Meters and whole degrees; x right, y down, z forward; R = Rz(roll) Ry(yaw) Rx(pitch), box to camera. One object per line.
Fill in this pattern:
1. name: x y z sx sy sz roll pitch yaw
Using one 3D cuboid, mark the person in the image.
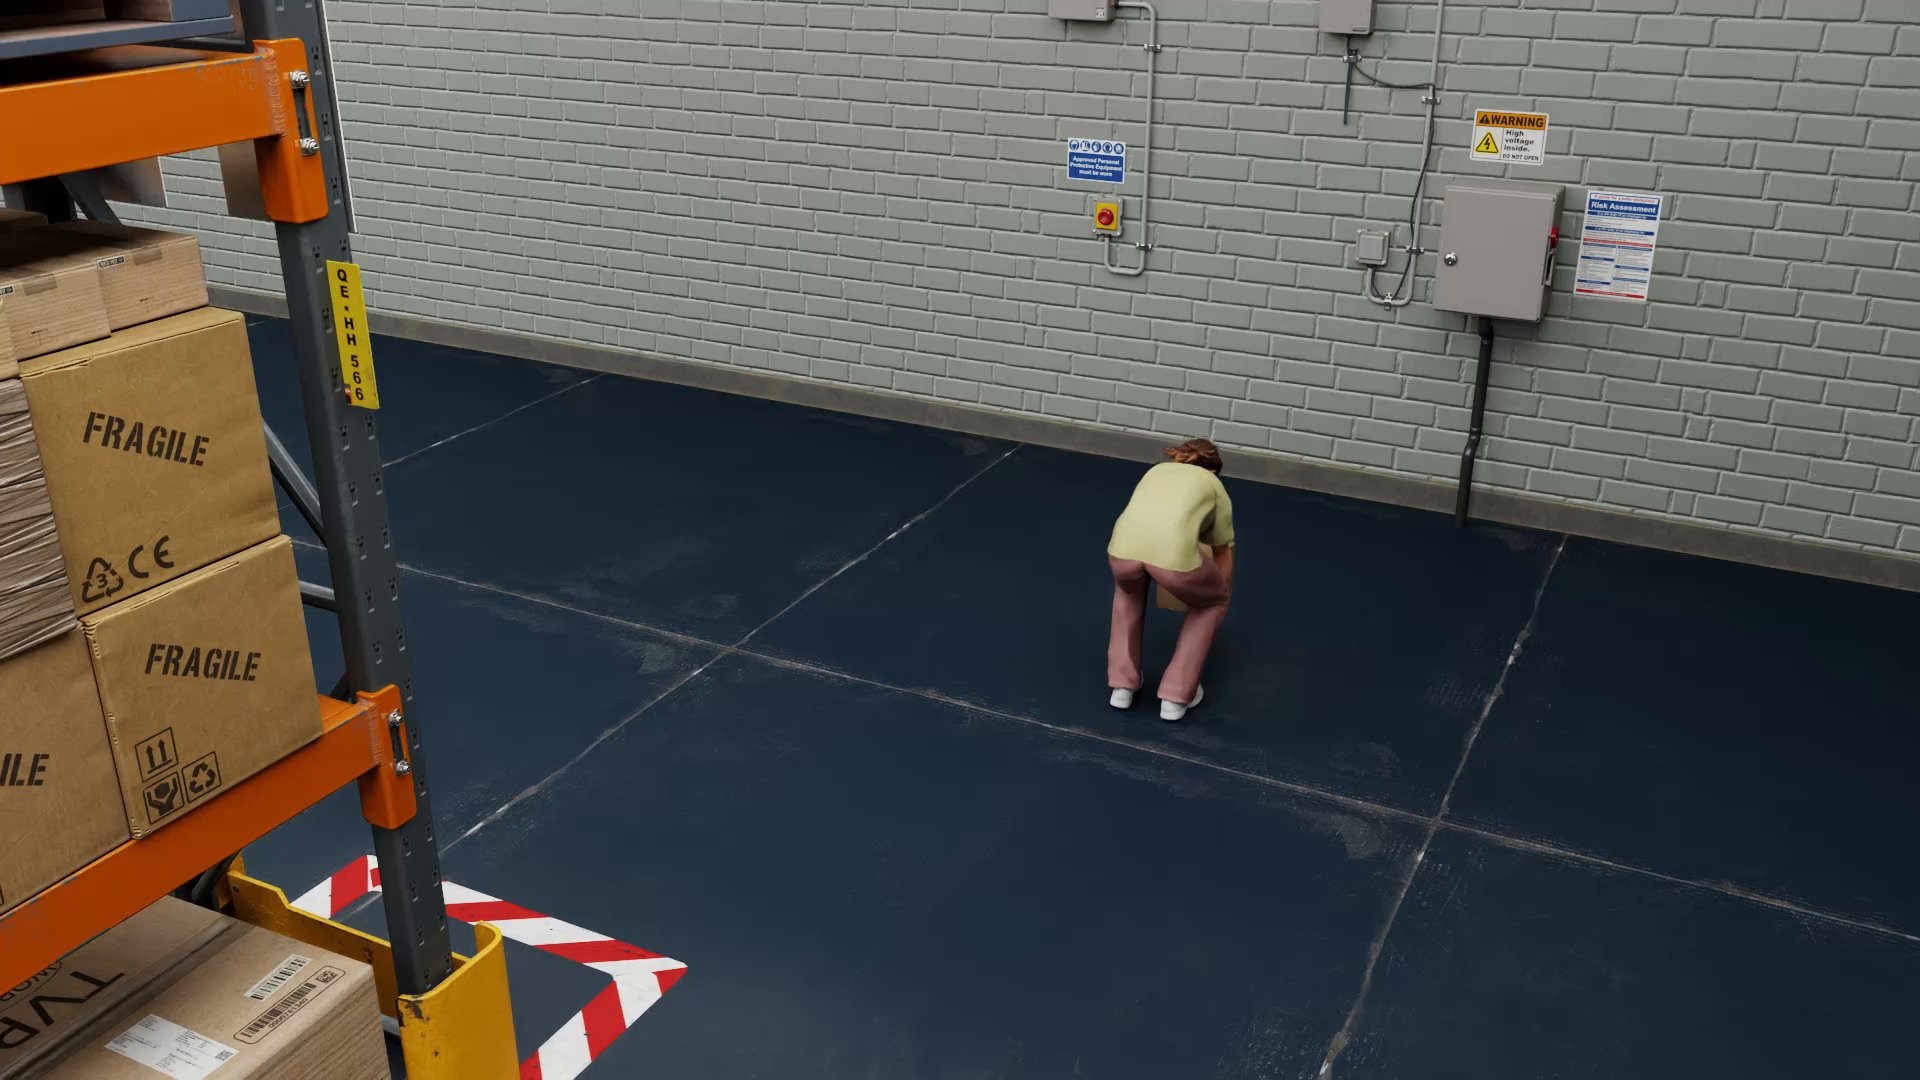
1. person: 0.855 0.134 6.666 0.474 0.987 0.868 10 25 22
